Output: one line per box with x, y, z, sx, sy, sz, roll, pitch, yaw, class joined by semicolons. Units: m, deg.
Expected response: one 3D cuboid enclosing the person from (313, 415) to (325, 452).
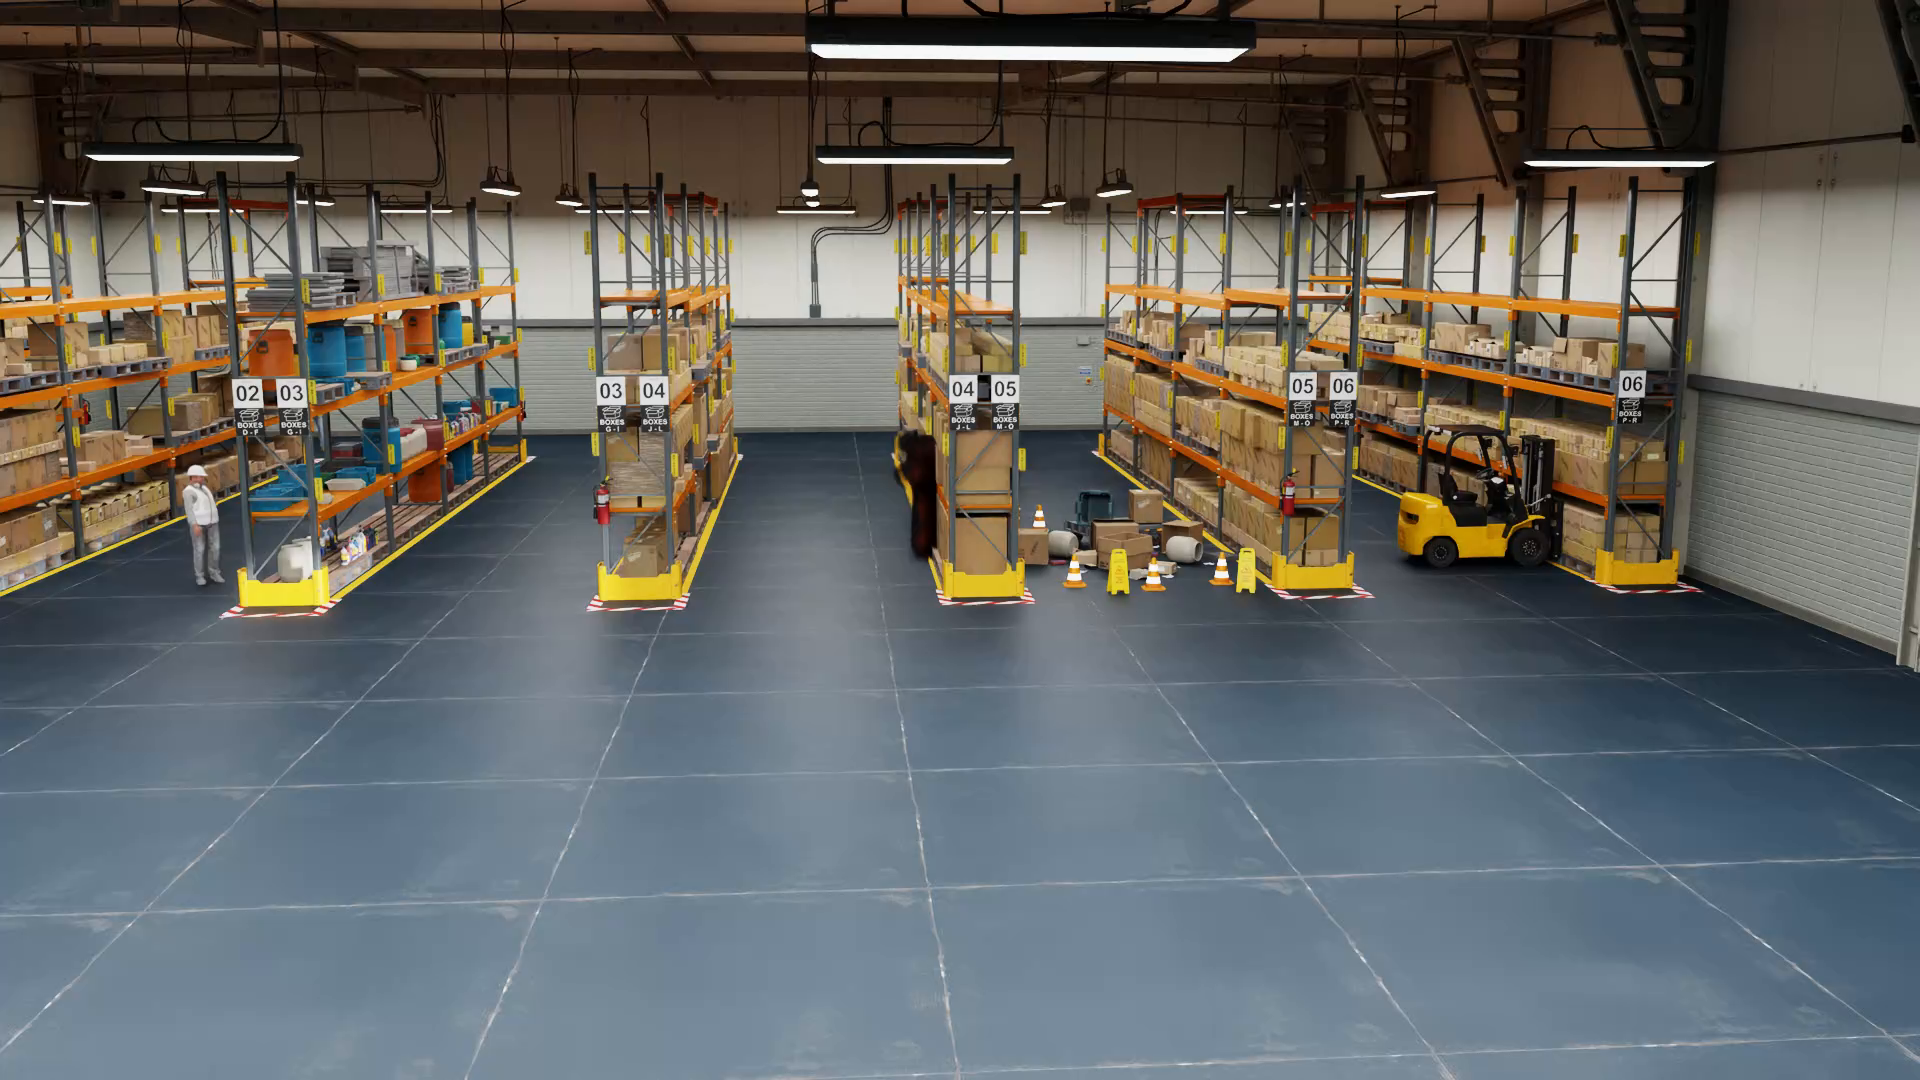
-15.900;-3.072;41.014;0.610;1.676;1.040;-7;12;-35;person

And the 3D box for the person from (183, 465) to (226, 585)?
-11.333;-0.214;24.916;0.511;1.818;0.606;6;12;32;person
